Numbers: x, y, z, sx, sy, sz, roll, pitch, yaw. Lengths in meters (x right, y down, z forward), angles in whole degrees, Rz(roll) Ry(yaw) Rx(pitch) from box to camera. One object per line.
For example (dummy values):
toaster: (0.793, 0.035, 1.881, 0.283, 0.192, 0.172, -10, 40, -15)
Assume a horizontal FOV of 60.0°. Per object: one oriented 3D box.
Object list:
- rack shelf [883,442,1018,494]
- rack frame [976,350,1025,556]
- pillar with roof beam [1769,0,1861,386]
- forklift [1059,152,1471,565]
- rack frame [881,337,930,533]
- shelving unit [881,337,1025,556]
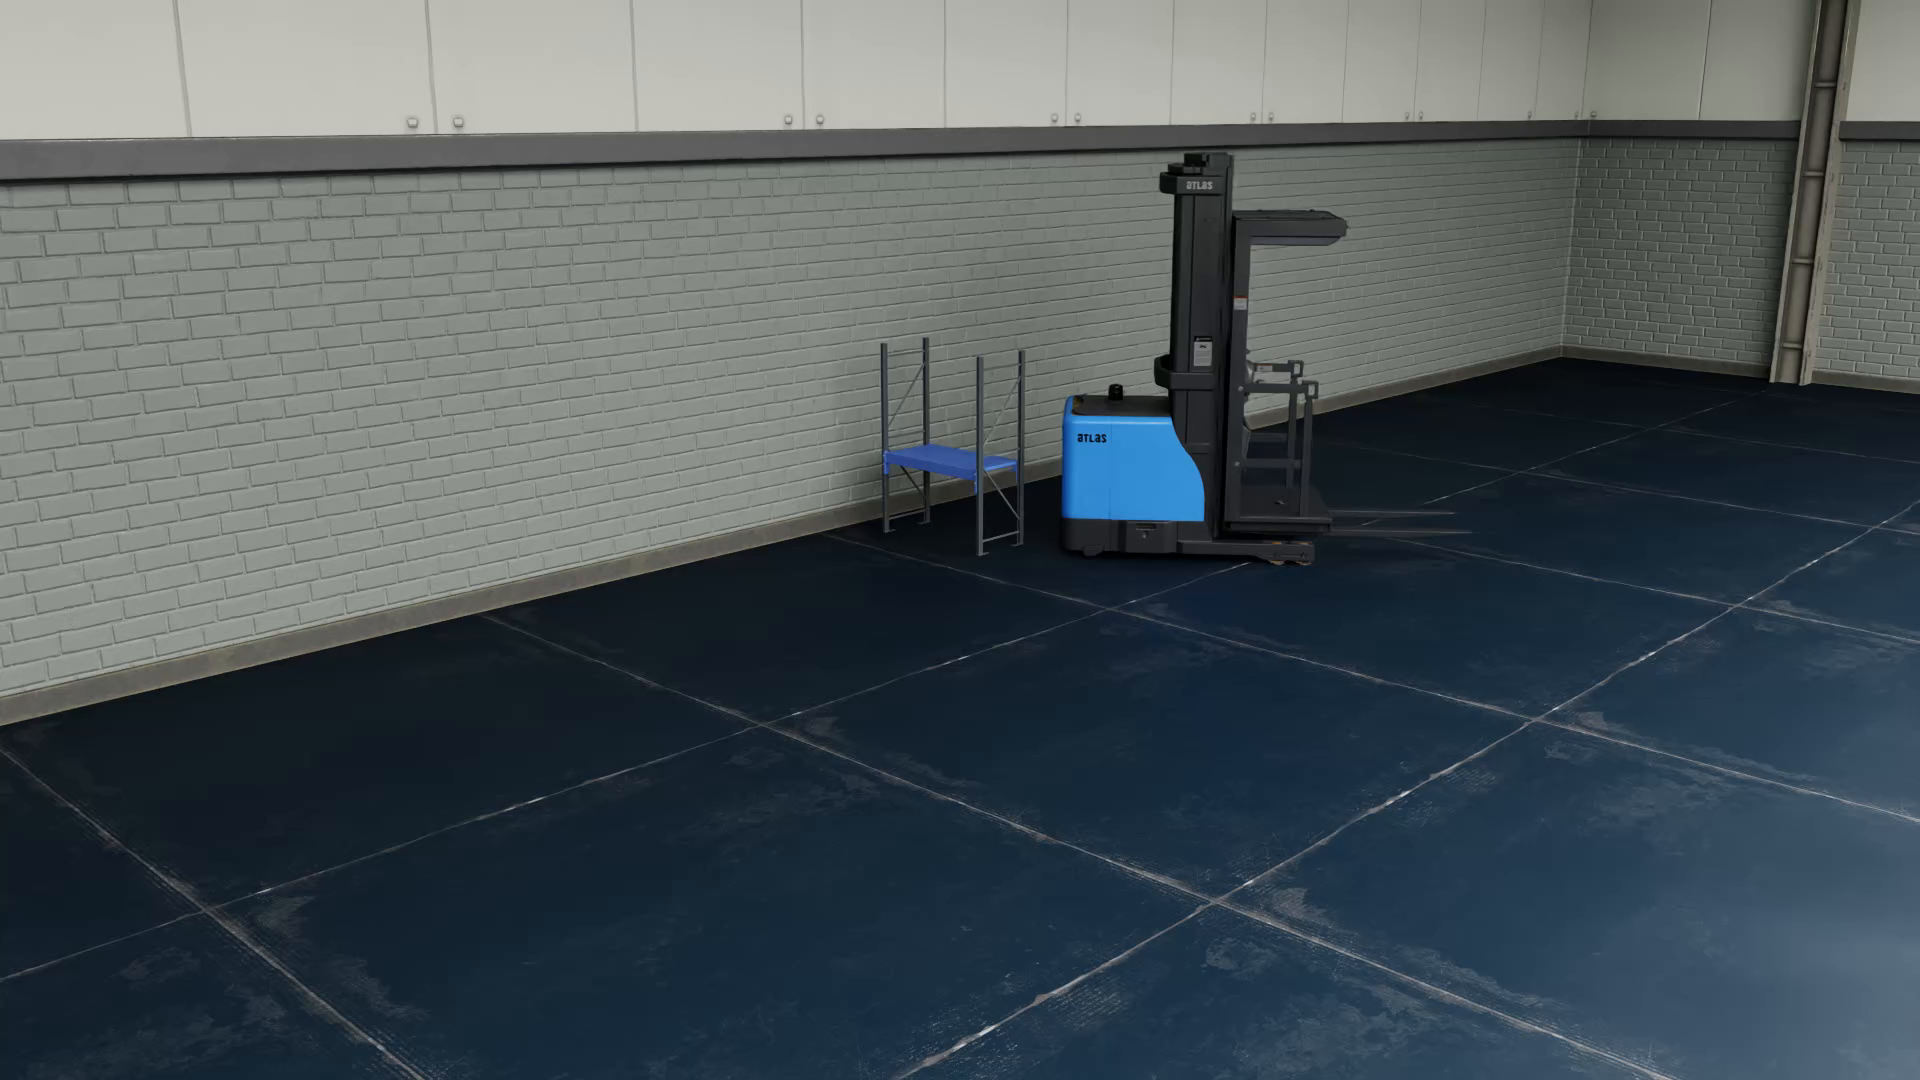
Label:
rack shelf: (-0.061, -0.567, 12.846, 1.000, 0.185, 0.538, 14, 20, 42)
rack frame: (0.305, -0.652, 12.459, 0.032, 1.500, 0.500, 14, 20, 42)
pillar with roof beam: (7.166, -5.502, 16.201, 0.400, 9.000, 9.100, 14, 20, 42)
forklift: (2.288, -1.373, 12.387, 3.031, 2.935, 1.130, 1, 15, 5)
rack frame: (-0.427, -0.830, 13.142, 0.032, 1.500, 0.500, 14, 20, 42)
shelving unit: (-0.061, -0.741, 12.800, 1.048, 1.500, 0.538, 14, 20, 42)
